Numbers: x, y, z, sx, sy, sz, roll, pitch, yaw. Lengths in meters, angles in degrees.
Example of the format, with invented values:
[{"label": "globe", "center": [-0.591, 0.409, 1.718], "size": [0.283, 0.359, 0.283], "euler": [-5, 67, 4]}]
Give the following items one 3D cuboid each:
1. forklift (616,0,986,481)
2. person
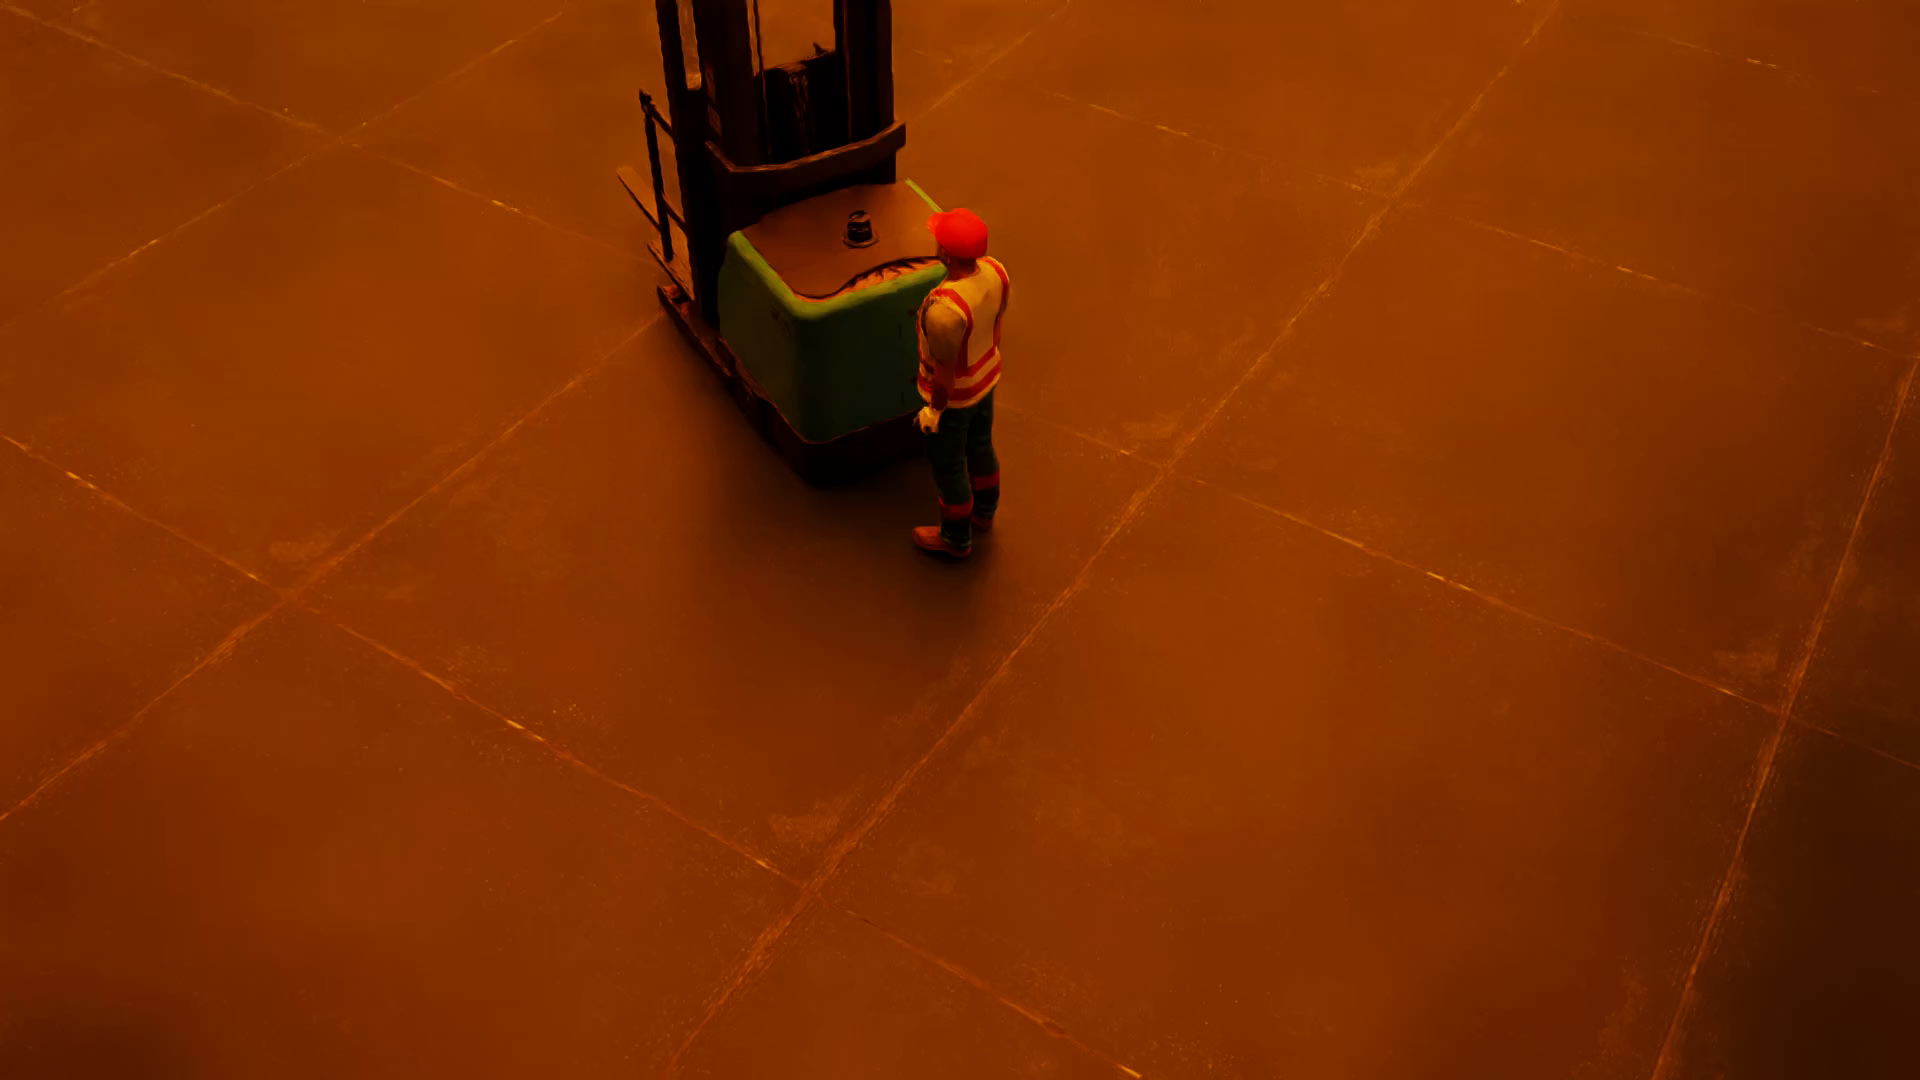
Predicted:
[{"label": "forklift", "center": [-1.029, -2.358, 8.335], "size": [1.130, 2.935, 3.031], "euler": [-22, 48, -21]}, {"label": "person", "center": [-0.018, -0.686, 7.343], "size": [0.349, 1.795, 0.540], "euler": [24, 48, 23]}]
